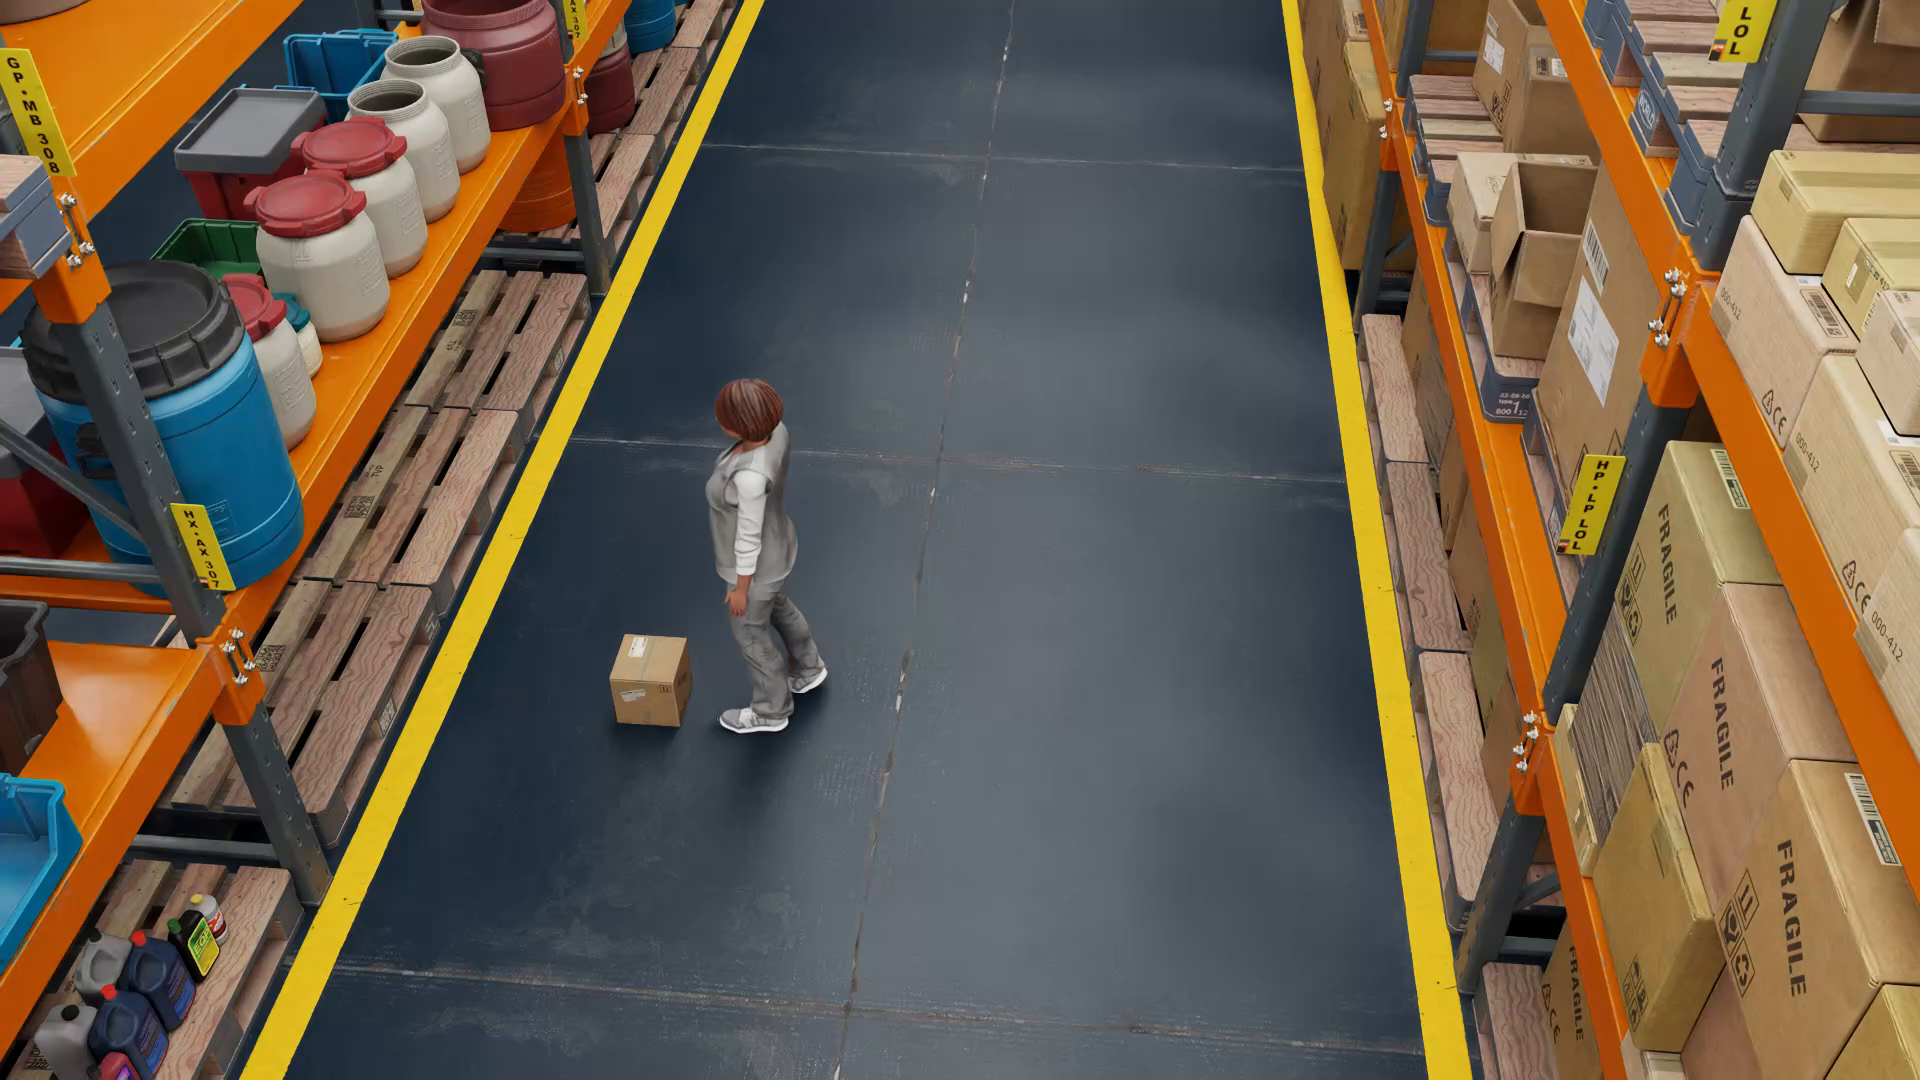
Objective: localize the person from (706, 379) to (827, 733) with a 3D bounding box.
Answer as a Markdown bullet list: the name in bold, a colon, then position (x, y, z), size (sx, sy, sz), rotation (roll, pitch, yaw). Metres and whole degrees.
- **person**: position (-0.742, 0.101, 6.097), size (0.387, 1.642, 0.430), rotation (4, 41, 5)
